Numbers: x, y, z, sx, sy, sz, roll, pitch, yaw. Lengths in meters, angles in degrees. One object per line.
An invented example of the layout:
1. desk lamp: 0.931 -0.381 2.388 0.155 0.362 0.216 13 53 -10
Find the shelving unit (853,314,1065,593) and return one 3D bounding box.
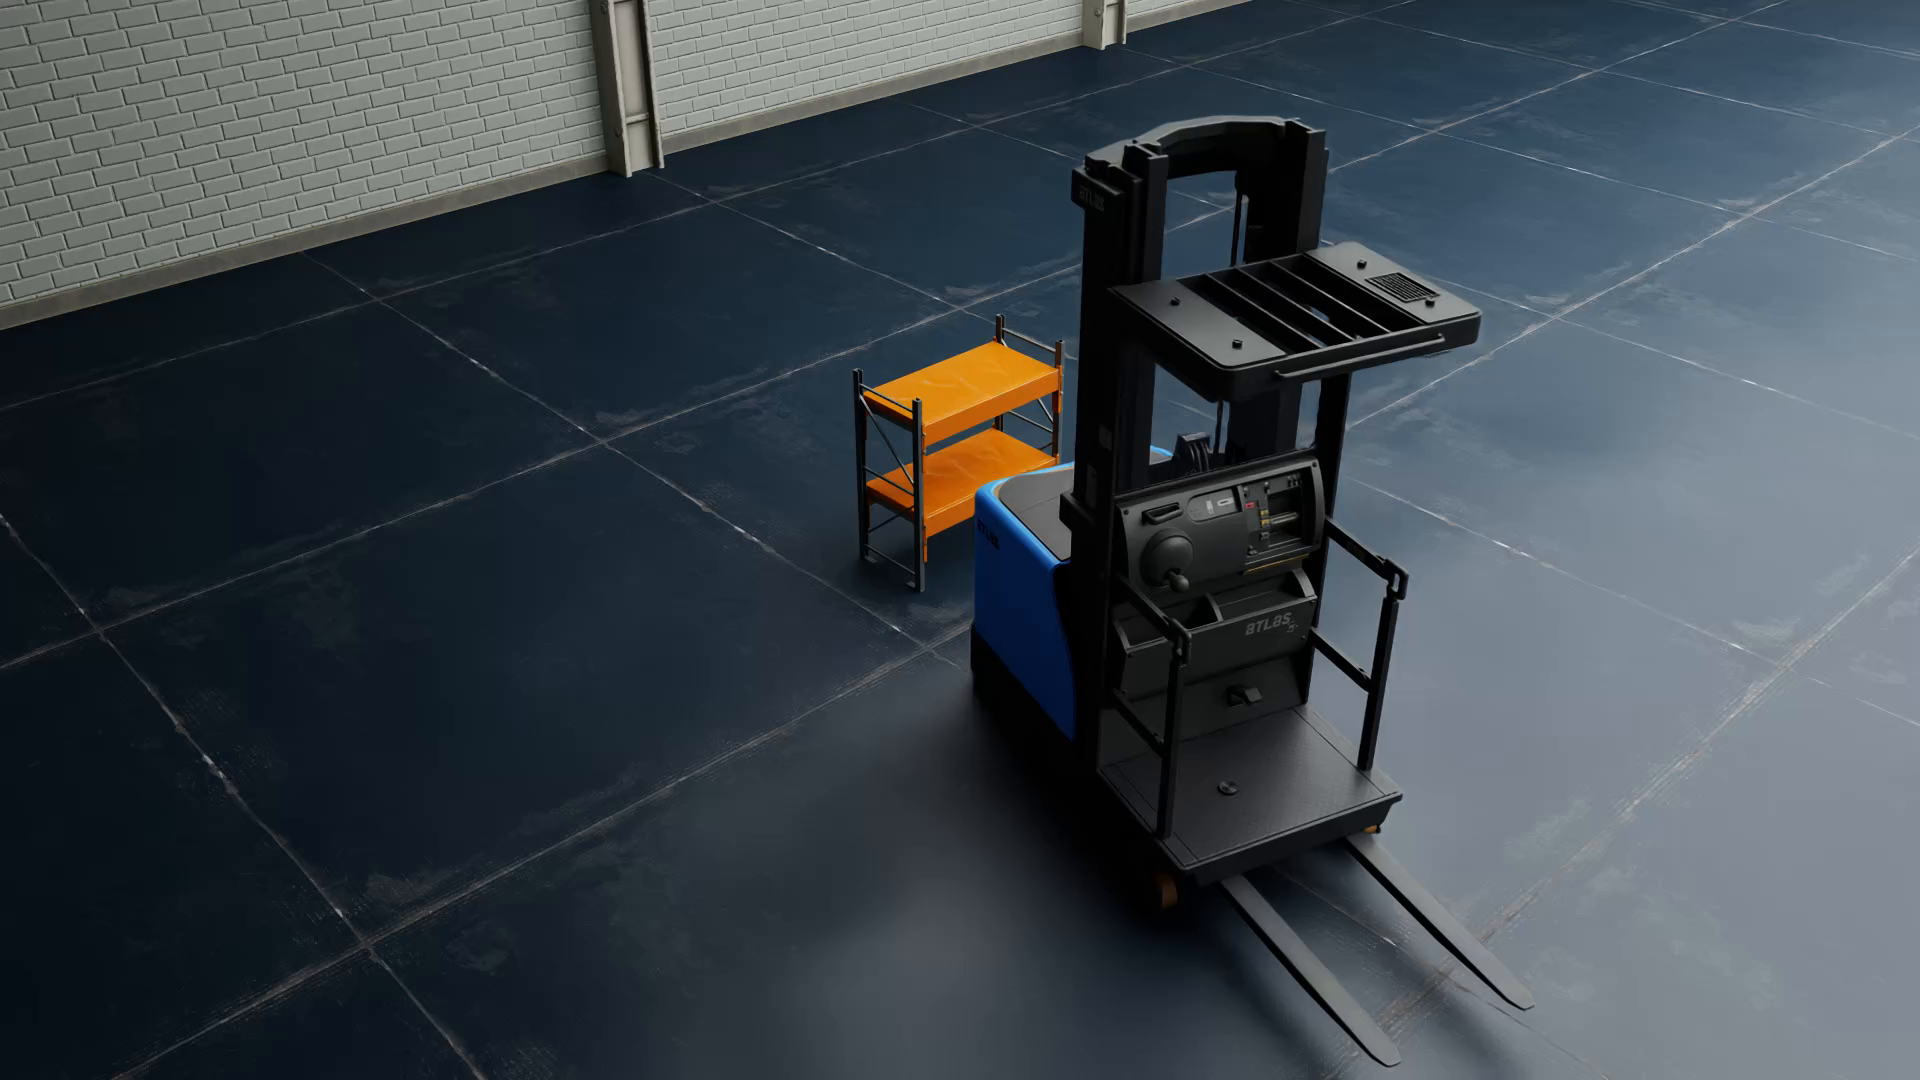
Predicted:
1. shelving unit: 0.005 -0.482 8.960 1.048 1.125 0.538 -26 40 -35

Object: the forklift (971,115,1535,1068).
1. forklift: 1.143 -0.005 6.448 1.130 2.935 3.031 -14 34 -22

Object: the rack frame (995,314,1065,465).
1. rack frame: 0.378 -0.663 9.255 0.032 1.125 0.500 -26 40 -35

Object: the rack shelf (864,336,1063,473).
1. rack shelf: 0.005 -0.732 8.808 1.000 0.278 0.538 -26 40 -35

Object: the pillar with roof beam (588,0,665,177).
1. pillar with roof beam: 0.086 -5.457 9.548 0.400 9.000 9.100 -26 40 -35

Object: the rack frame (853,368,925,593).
1. rack frame: -0.368 -0.302 8.666 0.032 1.125 0.500 -26 40 -35

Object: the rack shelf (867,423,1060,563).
1. rack shelf: 0.005 -0.274 9.088 1.000 0.278 0.538 -26 40 -35

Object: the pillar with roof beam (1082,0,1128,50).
1. pillar with roof beam: 4.485 -7.585 13.029 0.400 9.000 9.100 -26 40 -35
